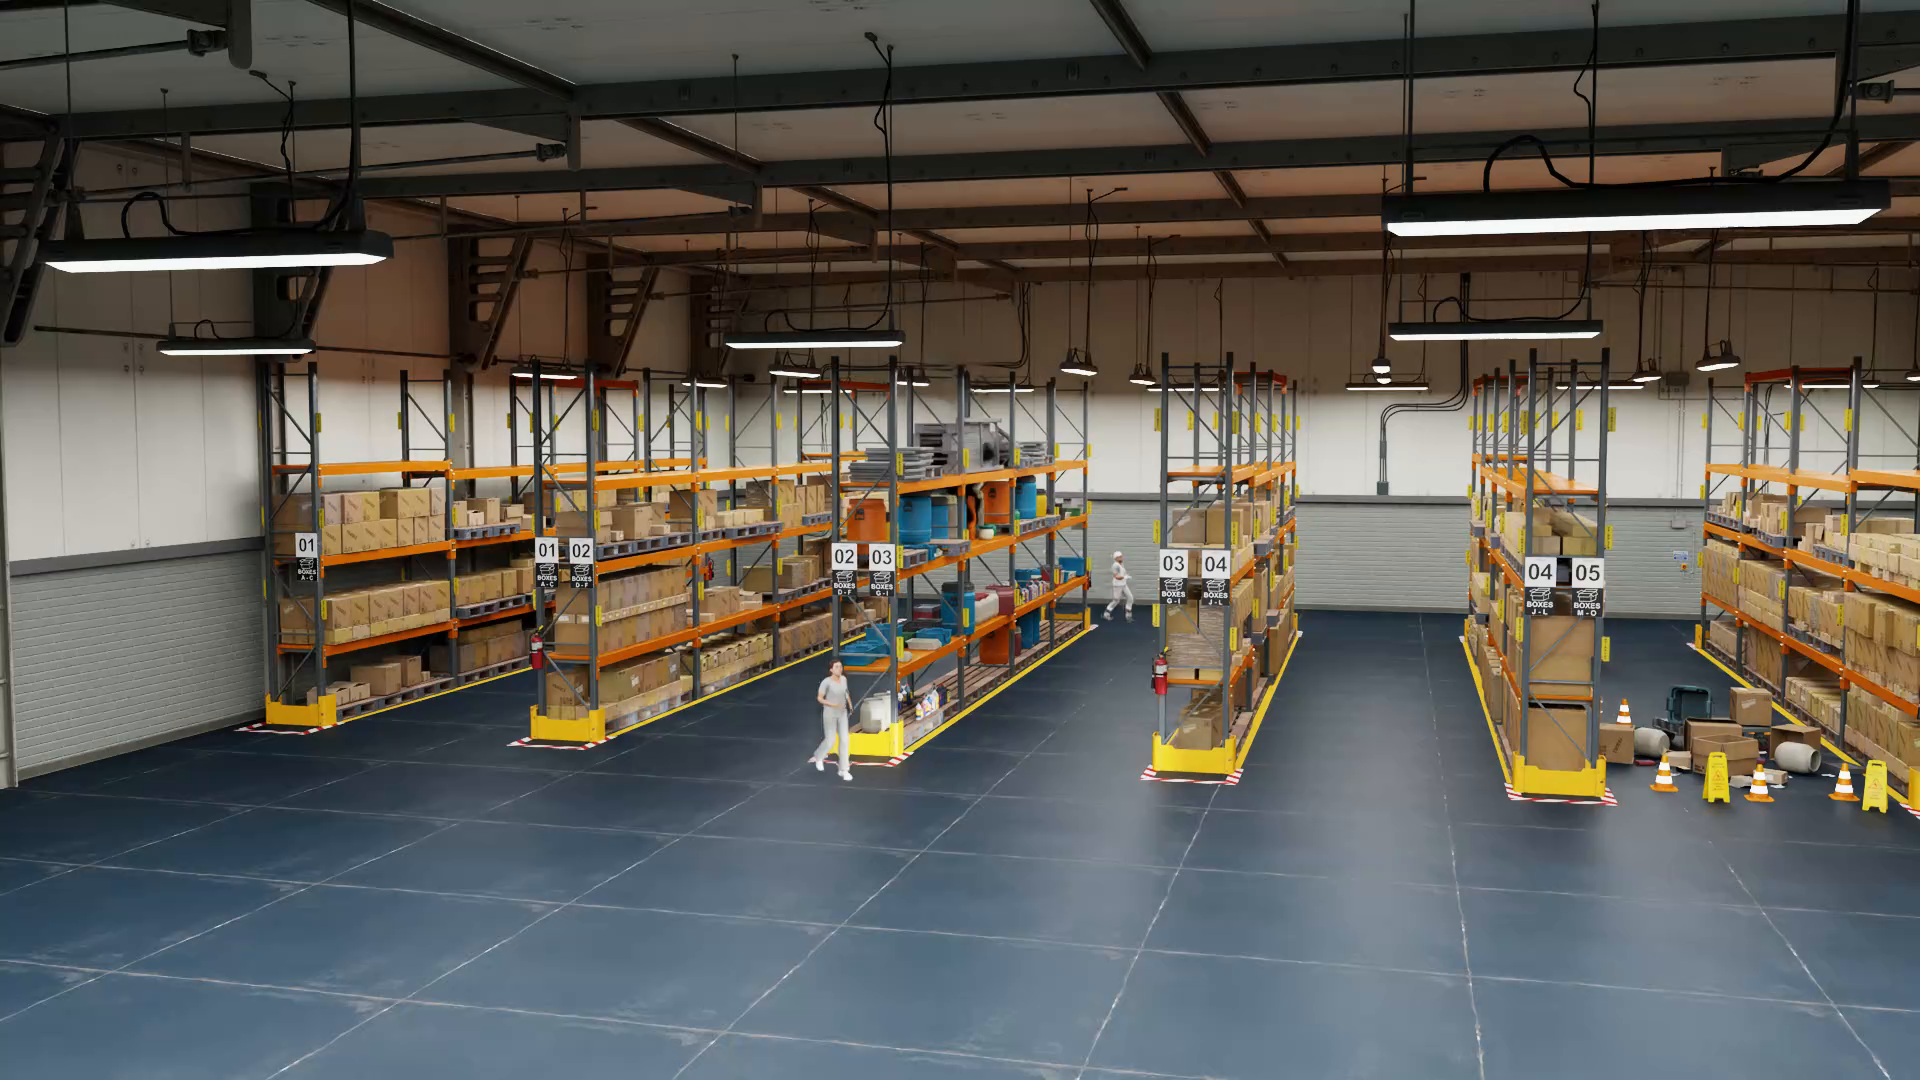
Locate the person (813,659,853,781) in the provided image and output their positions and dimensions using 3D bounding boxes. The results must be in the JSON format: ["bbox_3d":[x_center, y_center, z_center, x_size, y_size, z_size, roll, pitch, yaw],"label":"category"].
[{"bbox_3d":[-1.777,2.512,23.547,0.586,1.687,0.848,-3,5,-36],"label":"person"}]

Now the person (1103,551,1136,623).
[{"bbox_3d":[4.003,1.184,41.715,0.818,1.806,0.667,2,5,28],"label":"person"}]
